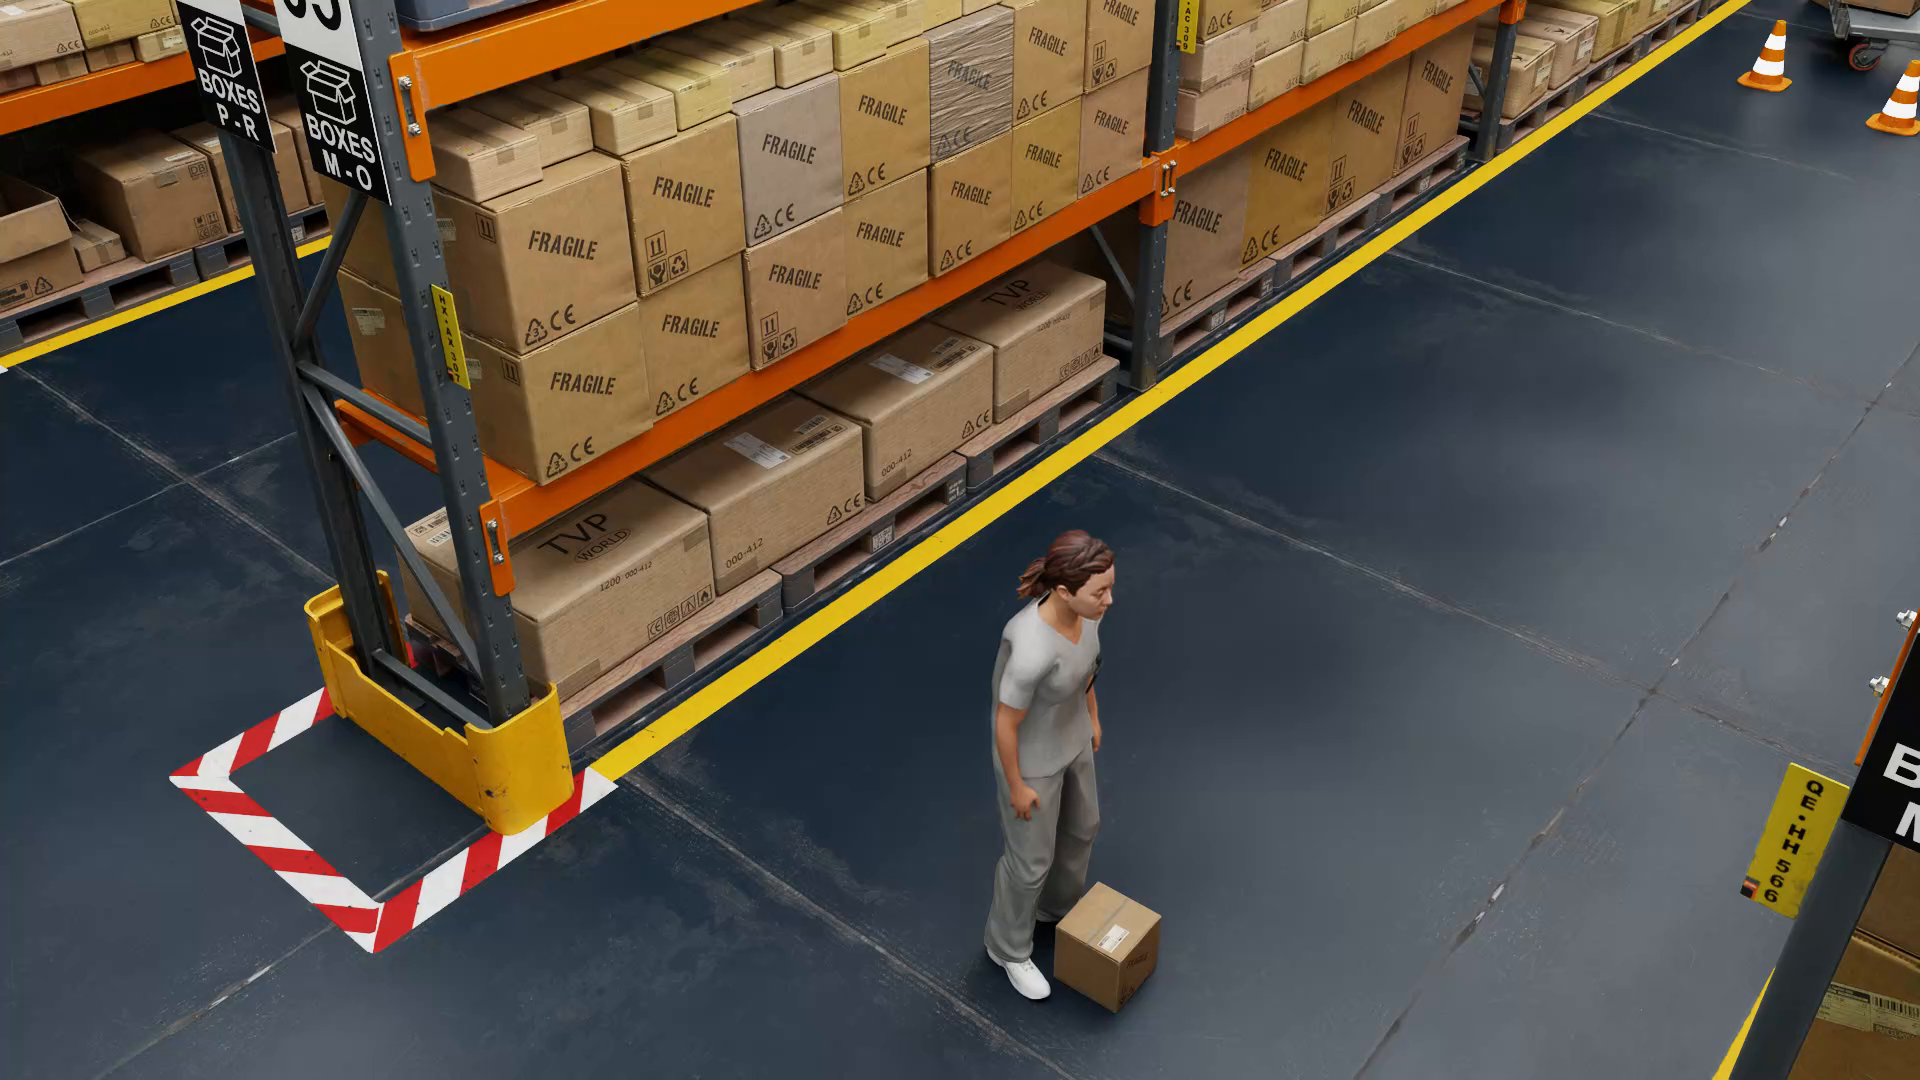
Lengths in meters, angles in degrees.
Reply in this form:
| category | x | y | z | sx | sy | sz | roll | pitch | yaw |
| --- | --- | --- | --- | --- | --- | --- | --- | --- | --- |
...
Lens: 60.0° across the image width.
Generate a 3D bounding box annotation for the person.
| category | x | y | z | sx | sy | sz | roll | pitch | yaw |
| --- | --- | --- | --- | --- | --- | --- | --- | --- | --- |
| person | 0.288 | 0.673 | 5.191 | 0.369 | 1.671 | 0.507 | 23 | 41 | 29 |
